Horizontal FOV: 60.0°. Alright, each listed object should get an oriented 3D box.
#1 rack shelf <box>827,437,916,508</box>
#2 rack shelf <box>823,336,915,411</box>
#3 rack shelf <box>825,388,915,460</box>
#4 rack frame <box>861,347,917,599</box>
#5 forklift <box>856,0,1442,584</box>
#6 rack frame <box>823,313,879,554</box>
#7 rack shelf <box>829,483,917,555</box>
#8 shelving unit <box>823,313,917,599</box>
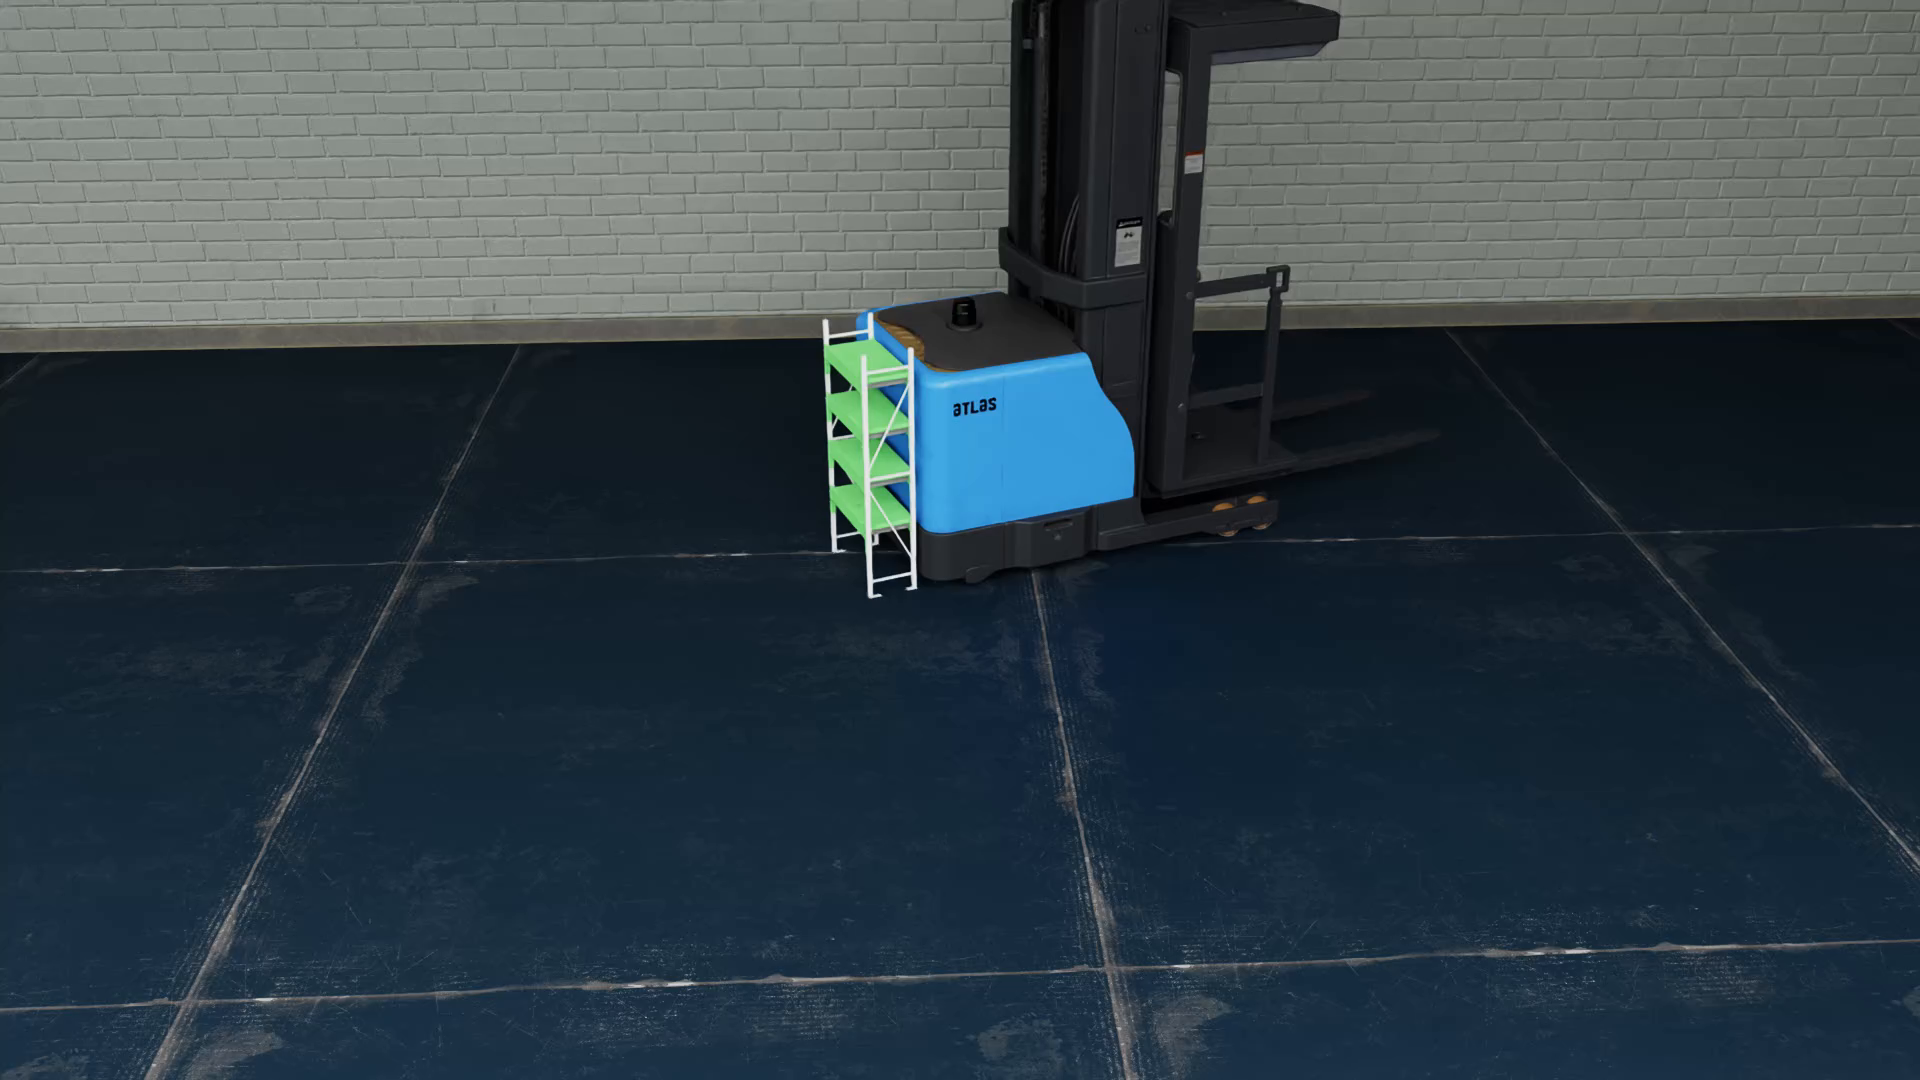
[{"bbox_3d":[-0.414,-0.331,7.726,0.258,0.148,0.480,-12,30,-21],"label":"rack shelf"},{"bbox_3d":[-0.414,-0.757,7.504,0.258,0.148,0.480,-12,30,-21],"label":"rack shelf"},{"bbox_3d":[-0.414,-0.544,7.615,0.258,0.148,0.480,-12,30,-21],"label":"rack shelf"},{"bbox_3d":[-0.316,-0.285,7.499,0.240,1.200,0.015,-12,30,-21],"label":"rack frame"},{"bbox_3d":[1.045,-1.528,8.011,3.031,2.935,1.130,-11,30,-21],"label":"forklift"},{"bbox_3d":[-0.513,-0.491,7.895,0.240,1.200,0.015,-12,30,-21],"label":"rack frame"},{"bbox_3d":[-0.414,-0.119,7.837,0.258,0.148,0.480,-12,30,-21],"label":"rack shelf"},{"bbox_3d":[-0.414,-0.388,7.697,0.258,1.200,0.503,-12,30,-21],"label":"shelving unit"}]
